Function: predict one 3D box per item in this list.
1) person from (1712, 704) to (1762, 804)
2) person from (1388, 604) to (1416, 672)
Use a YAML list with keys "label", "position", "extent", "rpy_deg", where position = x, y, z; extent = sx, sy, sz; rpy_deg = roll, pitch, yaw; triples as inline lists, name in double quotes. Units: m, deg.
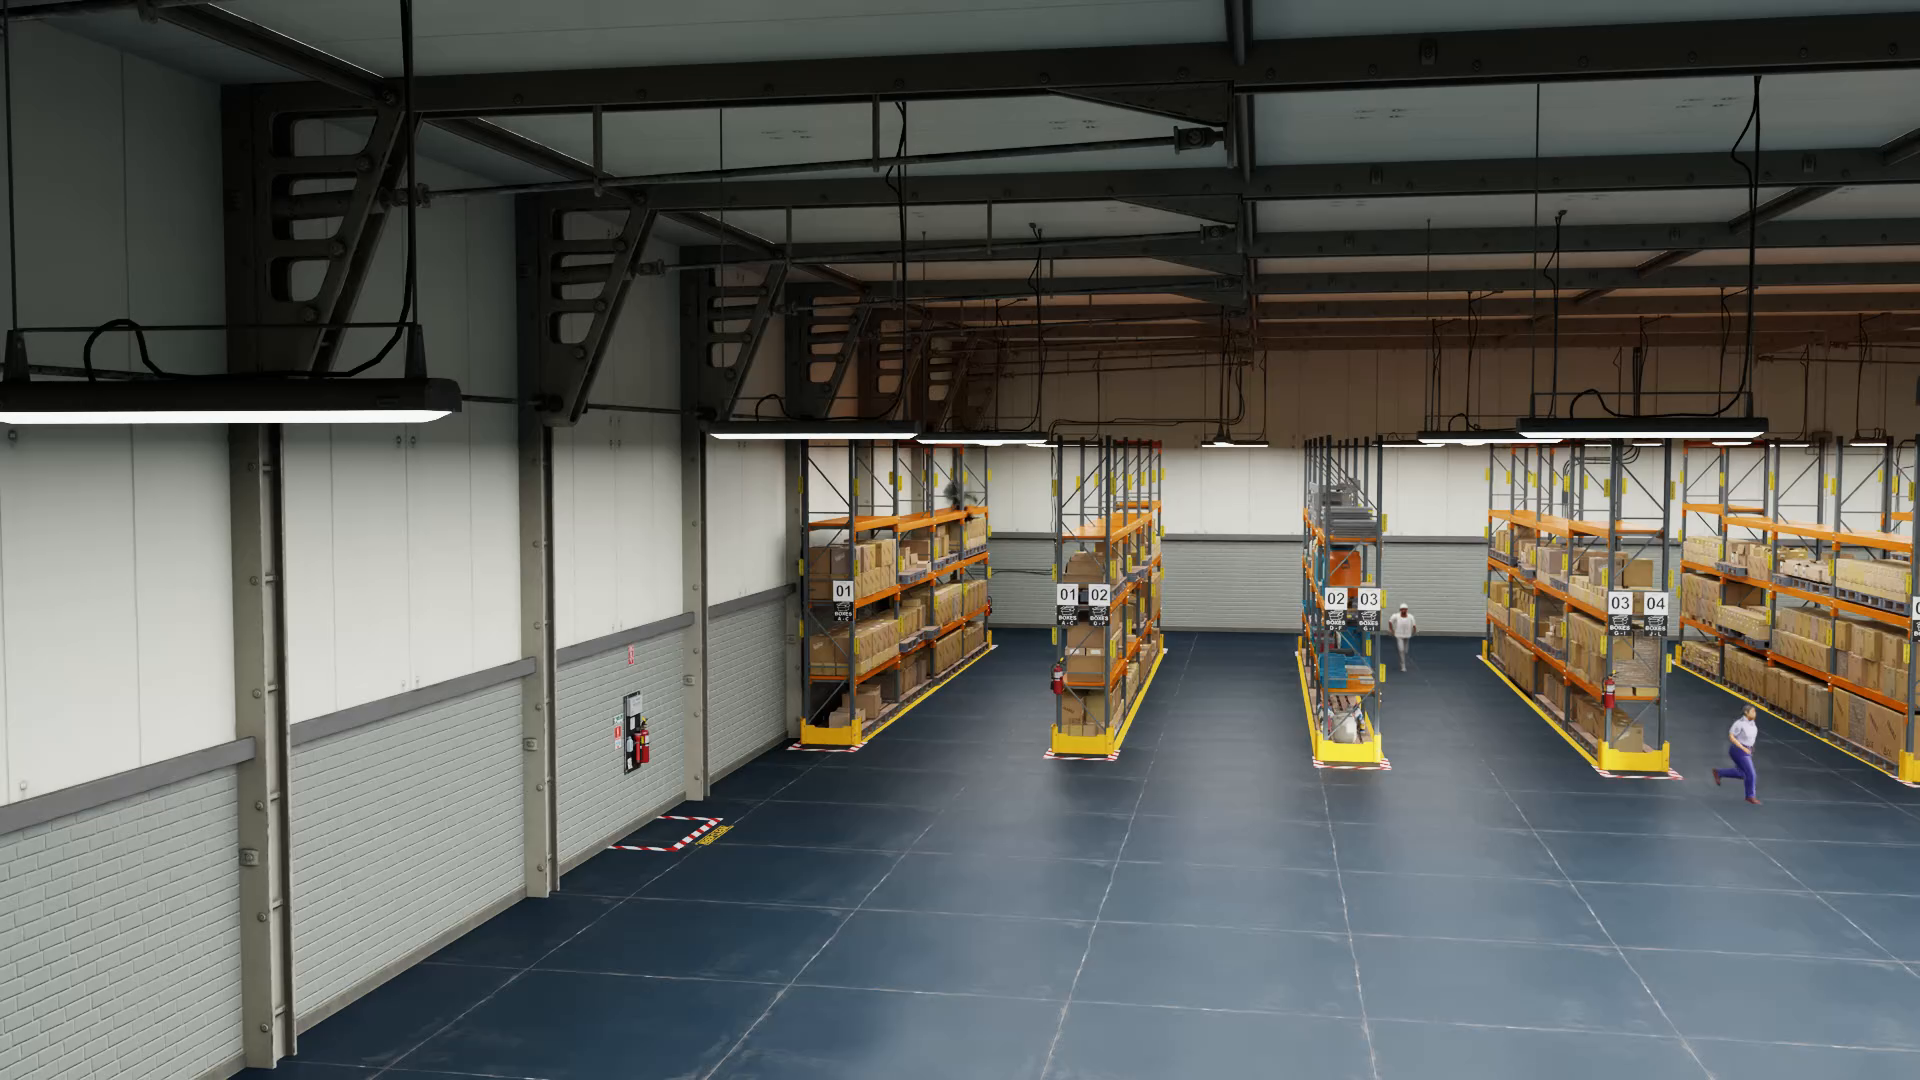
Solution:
- label: "person"
  position: [12.705, 3.479, 27.150]
  extent: [0.616, 1.639, 0.807]
  rpy_deg: [-3, 4, -44]
- label: "person"
  position: [11.512, 2.516, 43.275]
  extent: [0.679, 1.753, 0.919]
  rpy_deg: [0, 3, 1]
